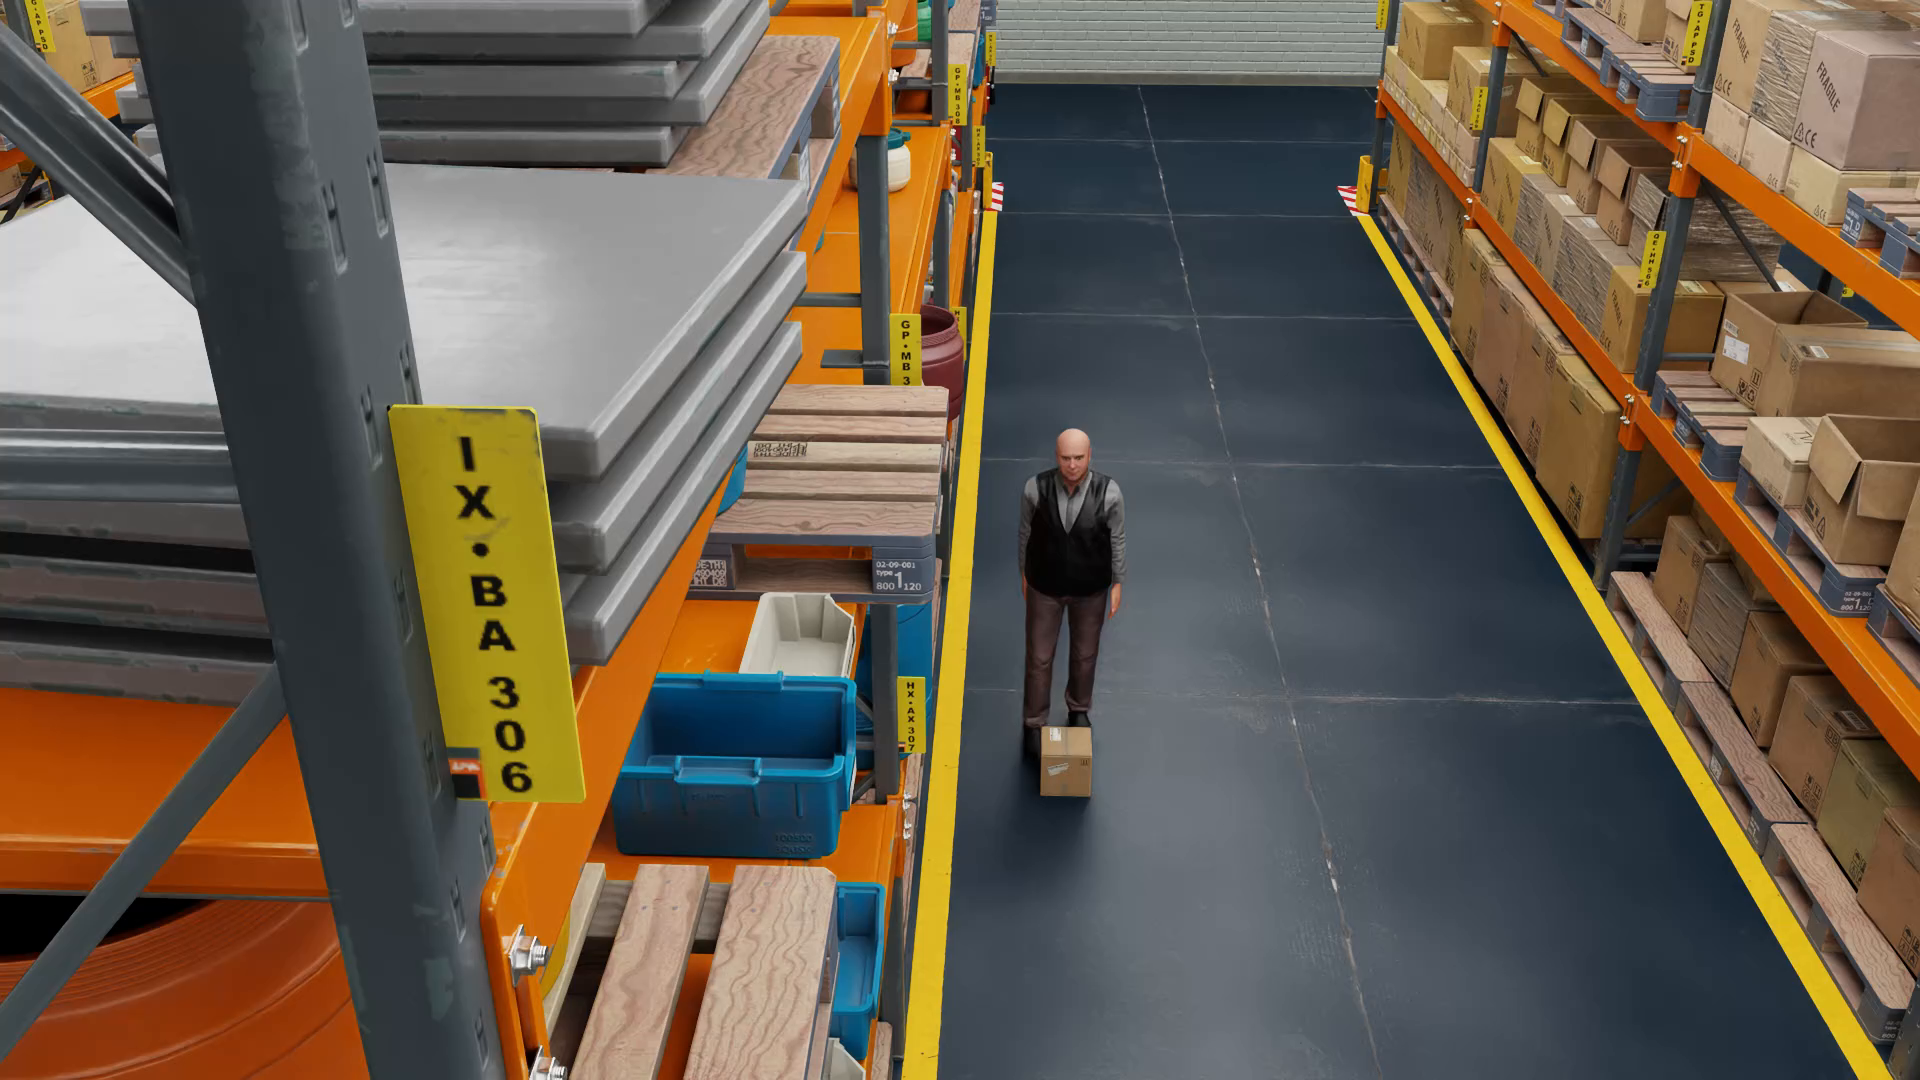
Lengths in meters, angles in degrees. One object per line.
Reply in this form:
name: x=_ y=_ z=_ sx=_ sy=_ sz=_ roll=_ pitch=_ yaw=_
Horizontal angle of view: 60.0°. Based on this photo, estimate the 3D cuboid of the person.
person: x=0.558 y=0.267 z=8.378 sx=0.539 sy=1.721 sz=0.464 roll=2 pitch=28 yaw=3
